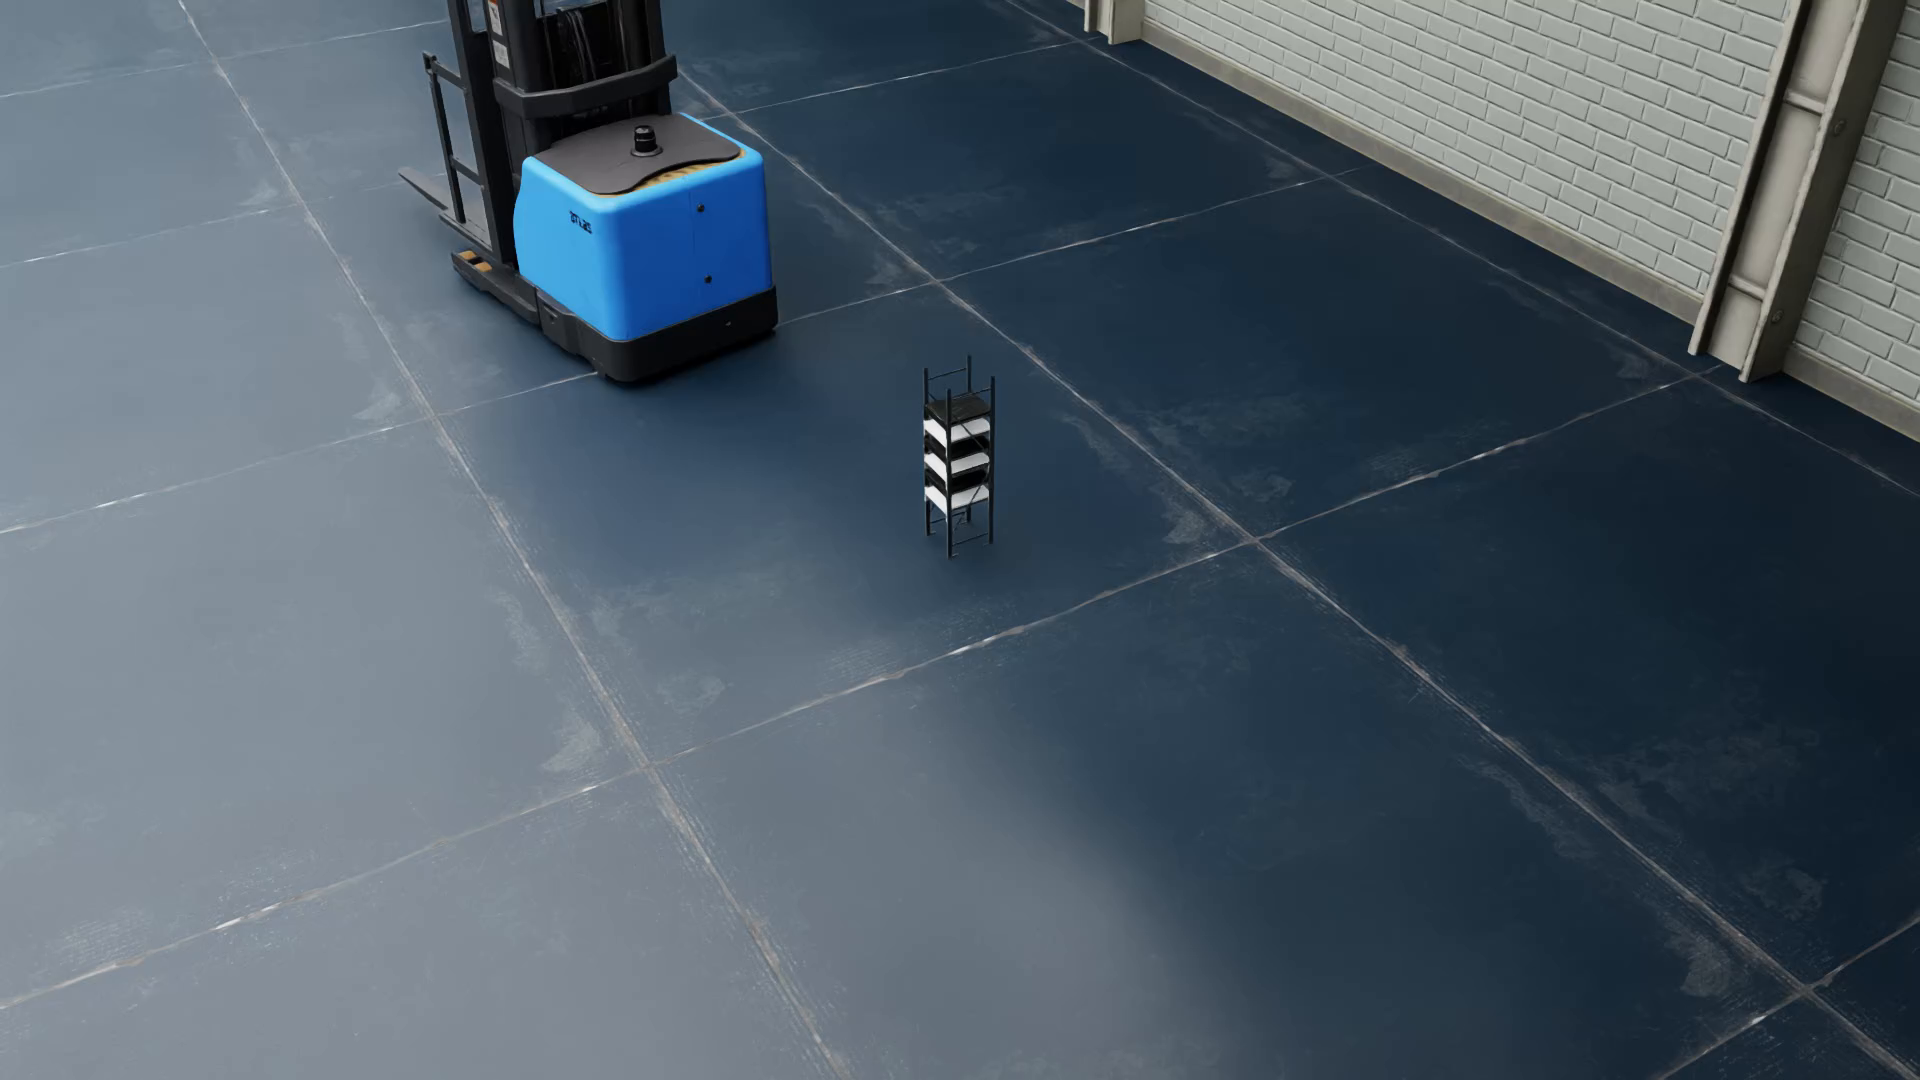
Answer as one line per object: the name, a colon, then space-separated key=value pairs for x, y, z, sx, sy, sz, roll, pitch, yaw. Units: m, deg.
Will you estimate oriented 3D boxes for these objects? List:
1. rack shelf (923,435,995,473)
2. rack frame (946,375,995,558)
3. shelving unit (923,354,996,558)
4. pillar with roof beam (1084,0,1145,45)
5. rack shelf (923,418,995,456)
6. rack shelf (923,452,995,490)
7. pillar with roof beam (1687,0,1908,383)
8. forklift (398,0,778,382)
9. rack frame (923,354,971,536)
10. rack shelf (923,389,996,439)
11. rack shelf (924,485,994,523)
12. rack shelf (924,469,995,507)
rack shelf: x=-0.004 y=-0.413 z=7.457 sx=0.258 sy=0.077 sz=0.200 roll=-19 pitch=40 yaw=-24
rack frame: x=0.047 y=-0.316 z=7.419 sx=0.240 sy=0.900 sz=0.006 roll=-19 pitch=40 yaw=-24
shelving unit: x=-0.004 y=-0.368 z=7.490 sx=0.258 sy=0.900 sz=0.210 roll=-19 pitch=40 yaw=-24
pillar with roof beam: x=-2.496 y=-6.402 z=8.886 sx=9.100 sy=9.000 sz=0.400 roll=-19 pitch=40 yaw=-24
rack shelf: x=-0.004 y=-0.486 z=7.404 sx=0.258 sy=0.077 sz=0.200 roll=-19 pitch=40 yaw=-24
rack shelf: x=-0.004 y=-0.341 z=7.510 sx=0.258 sy=0.077 sz=0.200 roll=-19 pitch=40 yaw=-24
pillar with roof beam: x=0.519 y=-3.342 z=4.697 sx=9.100 sy=9.000 sz=0.400 roll=-19 pitch=40 yaw=-24
forklift: x=-2.353 y=-2.814 z=9.118 sx=1.130 sy=2.935 sz=3.031 roll=-27 pitch=44 yaw=-32
rack frame: x=-0.055 y=-0.419 z=7.561 sx=0.240 sy=0.900 sz=0.006 roll=-19 pitch=40 yaw=-24
rack shelf: x=-0.004 y=-0.559 z=7.351 sx=0.258 sy=0.077 sz=0.200 roll=-19 pitch=40 yaw=-24
rack shelf: x=-0.004 y=-0.195 z=7.616 sx=0.258 sy=0.077 sz=0.200 roll=-19 pitch=40 yaw=-24
rack shelf: x=-0.004 y=-0.268 z=7.563 sx=0.258 sy=0.077 sz=0.200 roll=-19 pitch=40 yaw=-24
